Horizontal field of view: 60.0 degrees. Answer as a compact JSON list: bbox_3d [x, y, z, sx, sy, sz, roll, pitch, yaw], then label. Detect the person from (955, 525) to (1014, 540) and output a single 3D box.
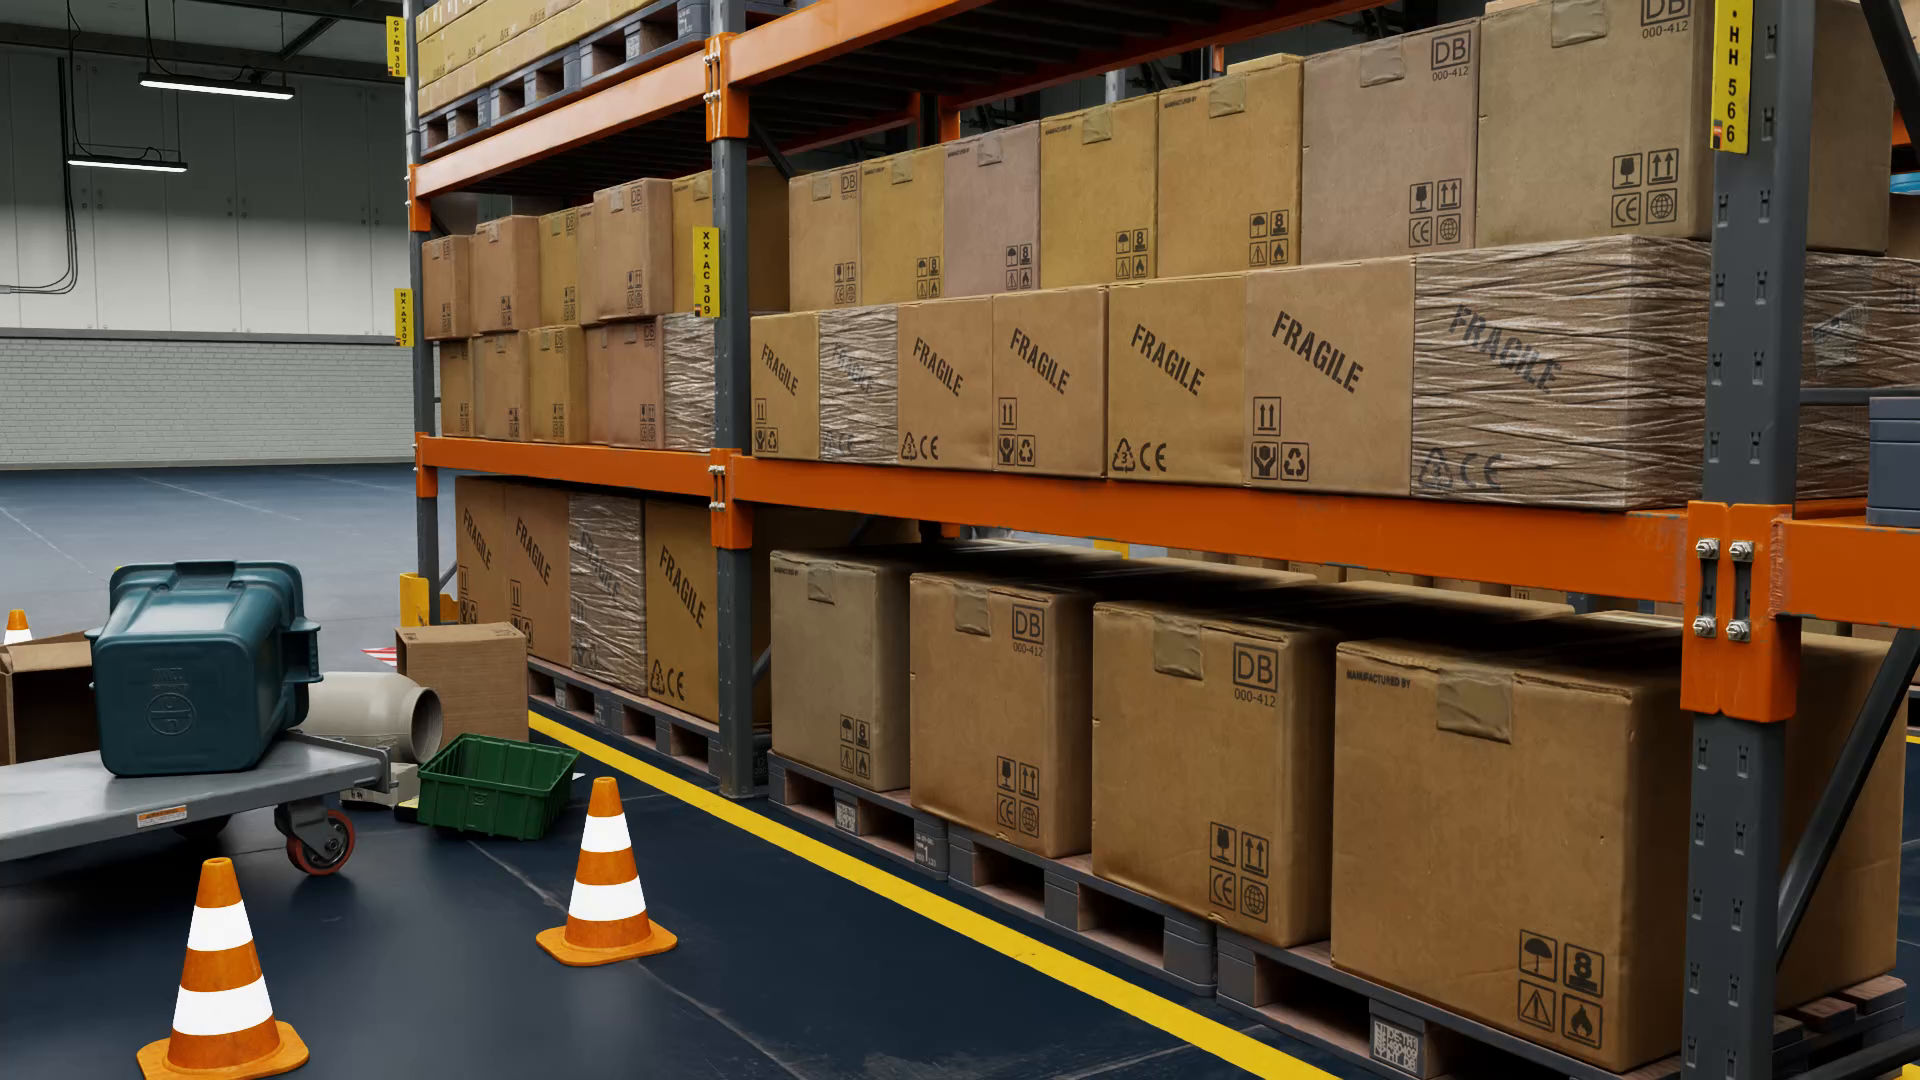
[{"bbox_3d":[0.068,-0.169,9.795,0.510,1.671,0.573,0,5,3],"label":"person"}]
